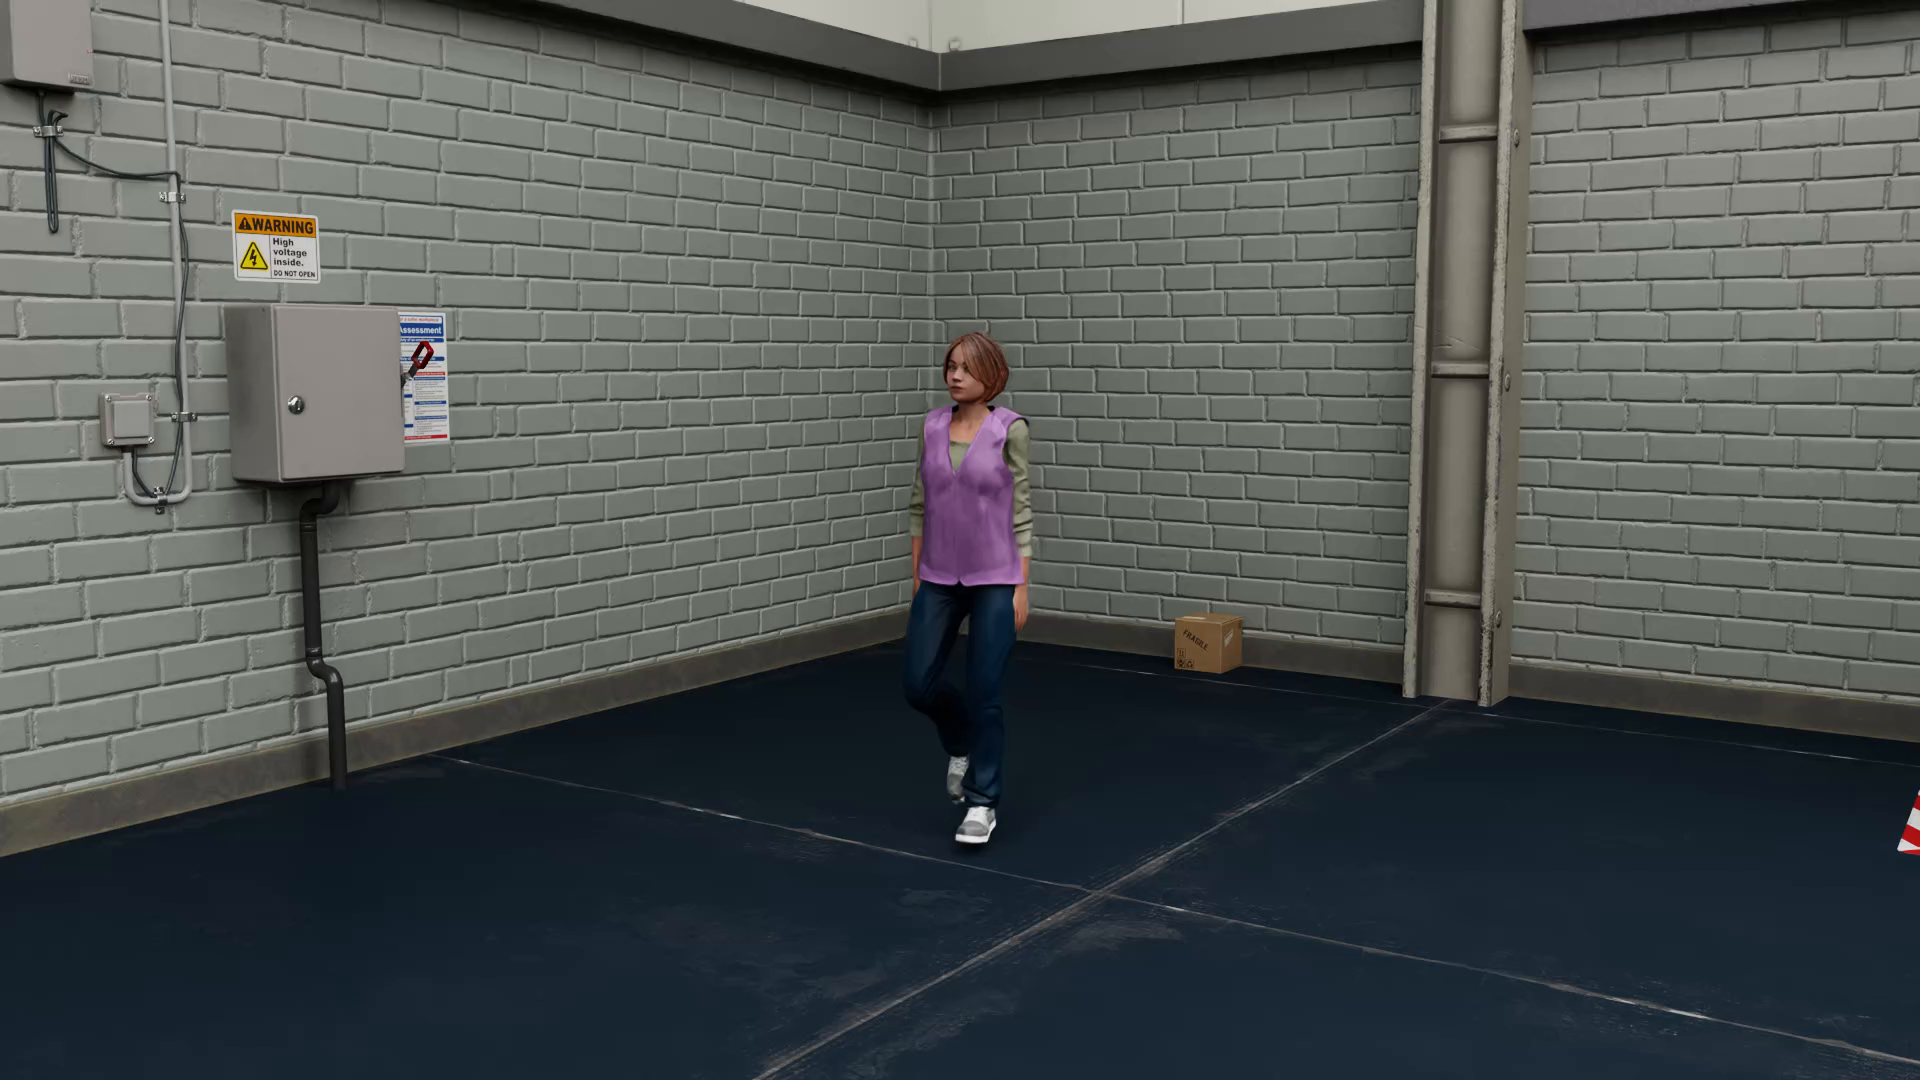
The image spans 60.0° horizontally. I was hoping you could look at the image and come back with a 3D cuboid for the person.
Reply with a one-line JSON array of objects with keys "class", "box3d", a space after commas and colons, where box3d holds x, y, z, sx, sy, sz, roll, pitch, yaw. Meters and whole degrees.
[{"class": "person", "box3d": [0.045, 0.138, 5.280, 0.418, 1.588, 0.487, 2, 7, 20]}]
